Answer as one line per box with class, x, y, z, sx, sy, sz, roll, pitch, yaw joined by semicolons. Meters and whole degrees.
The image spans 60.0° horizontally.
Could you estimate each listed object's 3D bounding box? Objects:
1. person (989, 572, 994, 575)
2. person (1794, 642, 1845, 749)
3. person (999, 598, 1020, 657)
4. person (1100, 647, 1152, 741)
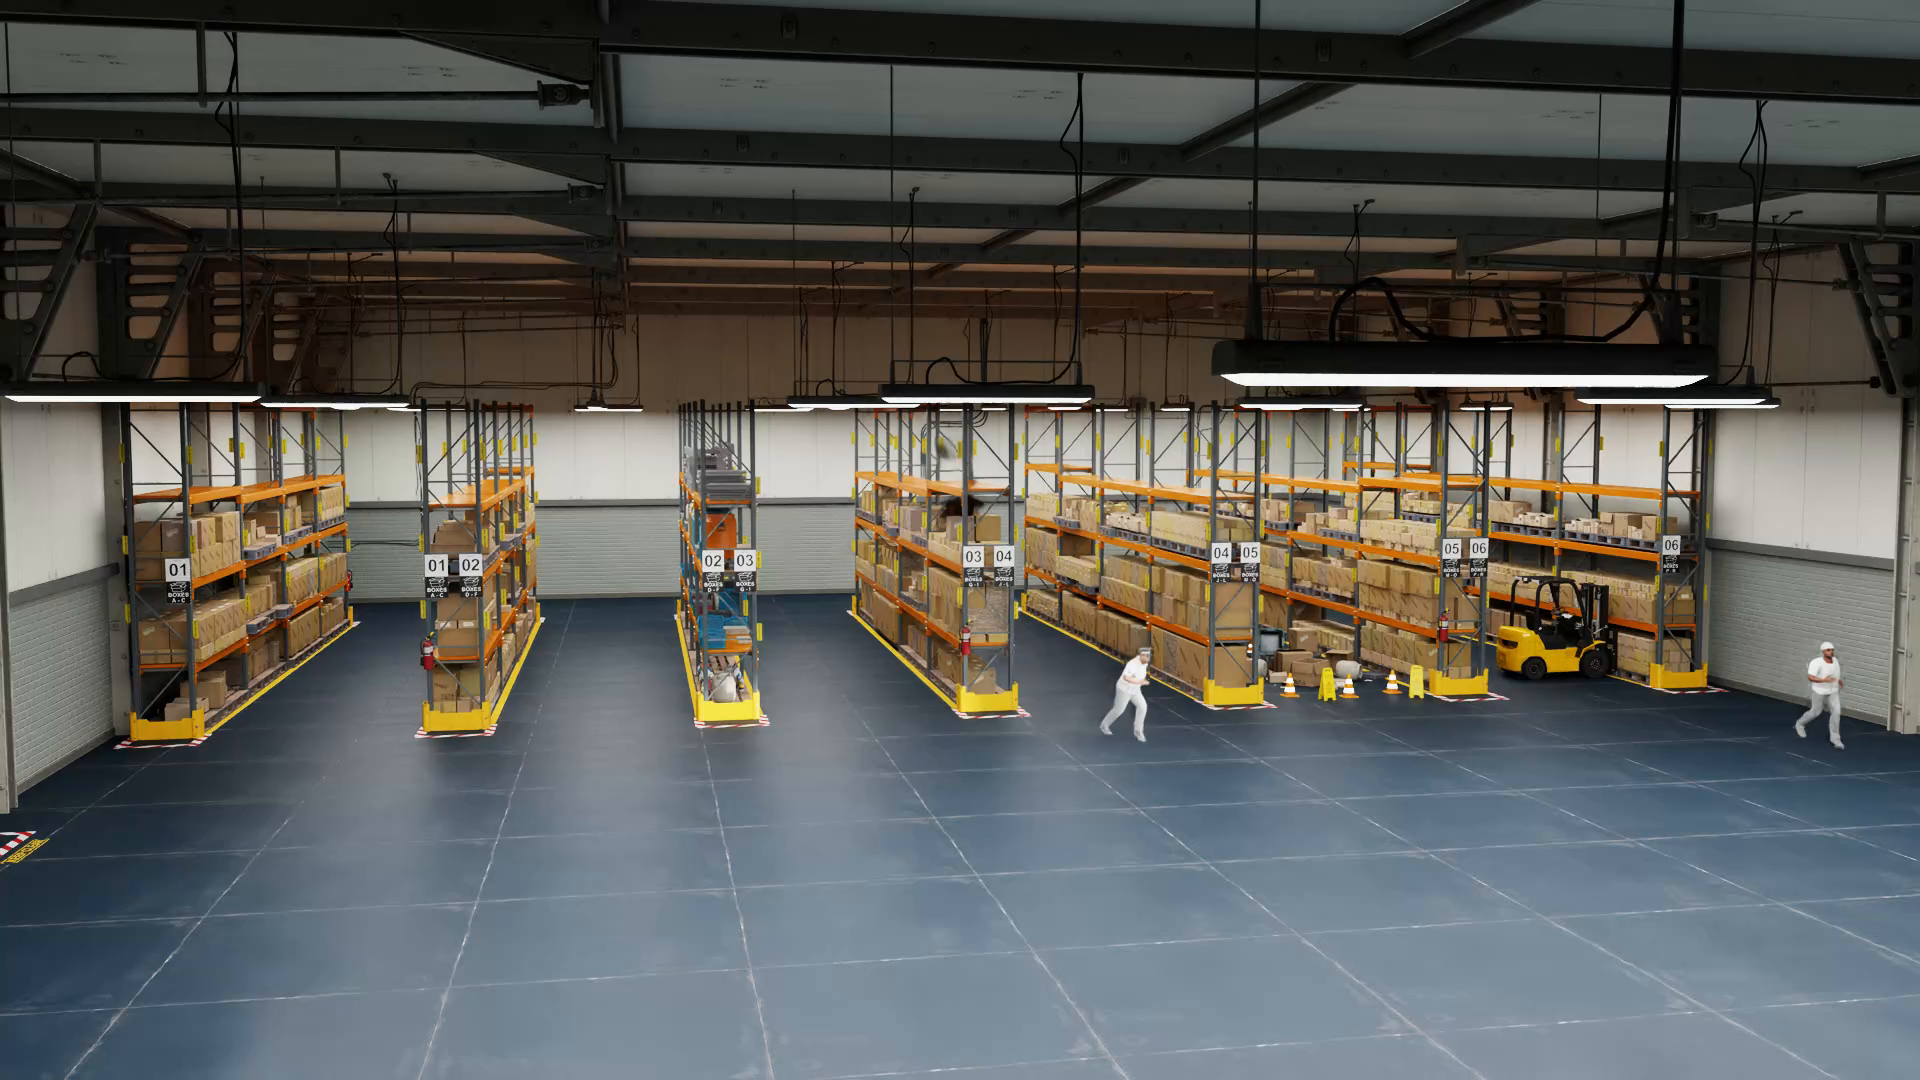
person;0.674;1.322;46.267;0.651;1.805;0.983;-1;4;-12
person;15.006;2.658;28.903;0.712;1.798;0.962;-1;4;-10
person;1.159;1.931;39.202;0.560;1.667;0.567;-1;4;-15
person;2.938;2.716;29.386;1.014;1.719;0.707;3;5;36
